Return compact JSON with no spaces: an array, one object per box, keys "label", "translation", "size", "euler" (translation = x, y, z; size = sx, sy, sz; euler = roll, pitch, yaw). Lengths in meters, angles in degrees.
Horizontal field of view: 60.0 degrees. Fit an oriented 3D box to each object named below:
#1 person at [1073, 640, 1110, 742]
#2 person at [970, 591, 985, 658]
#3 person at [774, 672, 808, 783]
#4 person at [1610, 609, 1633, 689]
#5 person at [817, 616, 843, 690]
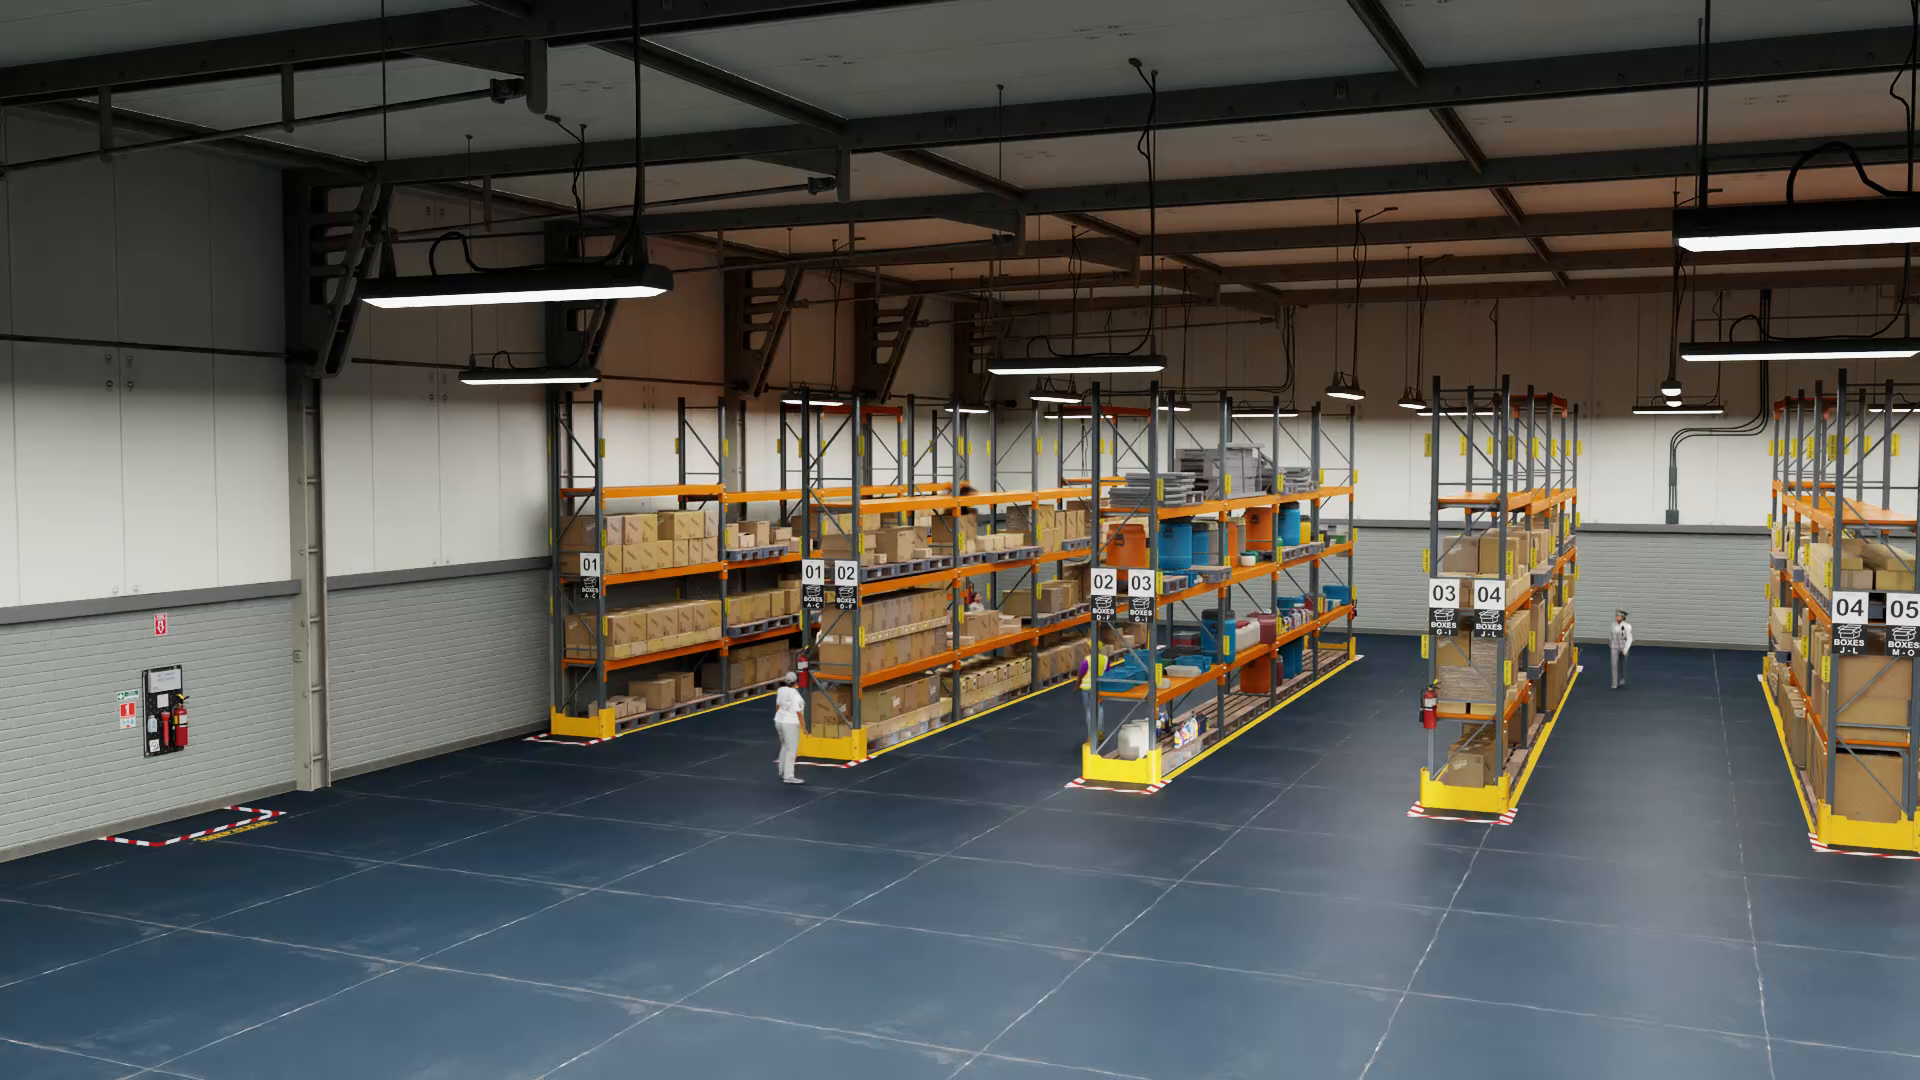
[{"label":"person","translation":[2.247,2.566,28.343],"size":[0.622,1.803,0.494],"euler":[-1,3,-10]},{"label":"person","translation":[0.460,2.038,38.674],"size":[0.500,1.690,0.482],"euler":[3,4,38]},{"label":"person","translation":[-2.563,2.819,25.003],"size":[0.405,1.706,0.651],"euler":[-2,4,-35]},{"label":"person","translation":[13.766,2.259,34.637],"size":[0.438,1.636,0.996],"euler":[1,3,20]},{"label":"person","translation":[-2.516,2.320,32.596],"size":[0.728,1.747,0.467],"euler":[-3,4,-41]}]
